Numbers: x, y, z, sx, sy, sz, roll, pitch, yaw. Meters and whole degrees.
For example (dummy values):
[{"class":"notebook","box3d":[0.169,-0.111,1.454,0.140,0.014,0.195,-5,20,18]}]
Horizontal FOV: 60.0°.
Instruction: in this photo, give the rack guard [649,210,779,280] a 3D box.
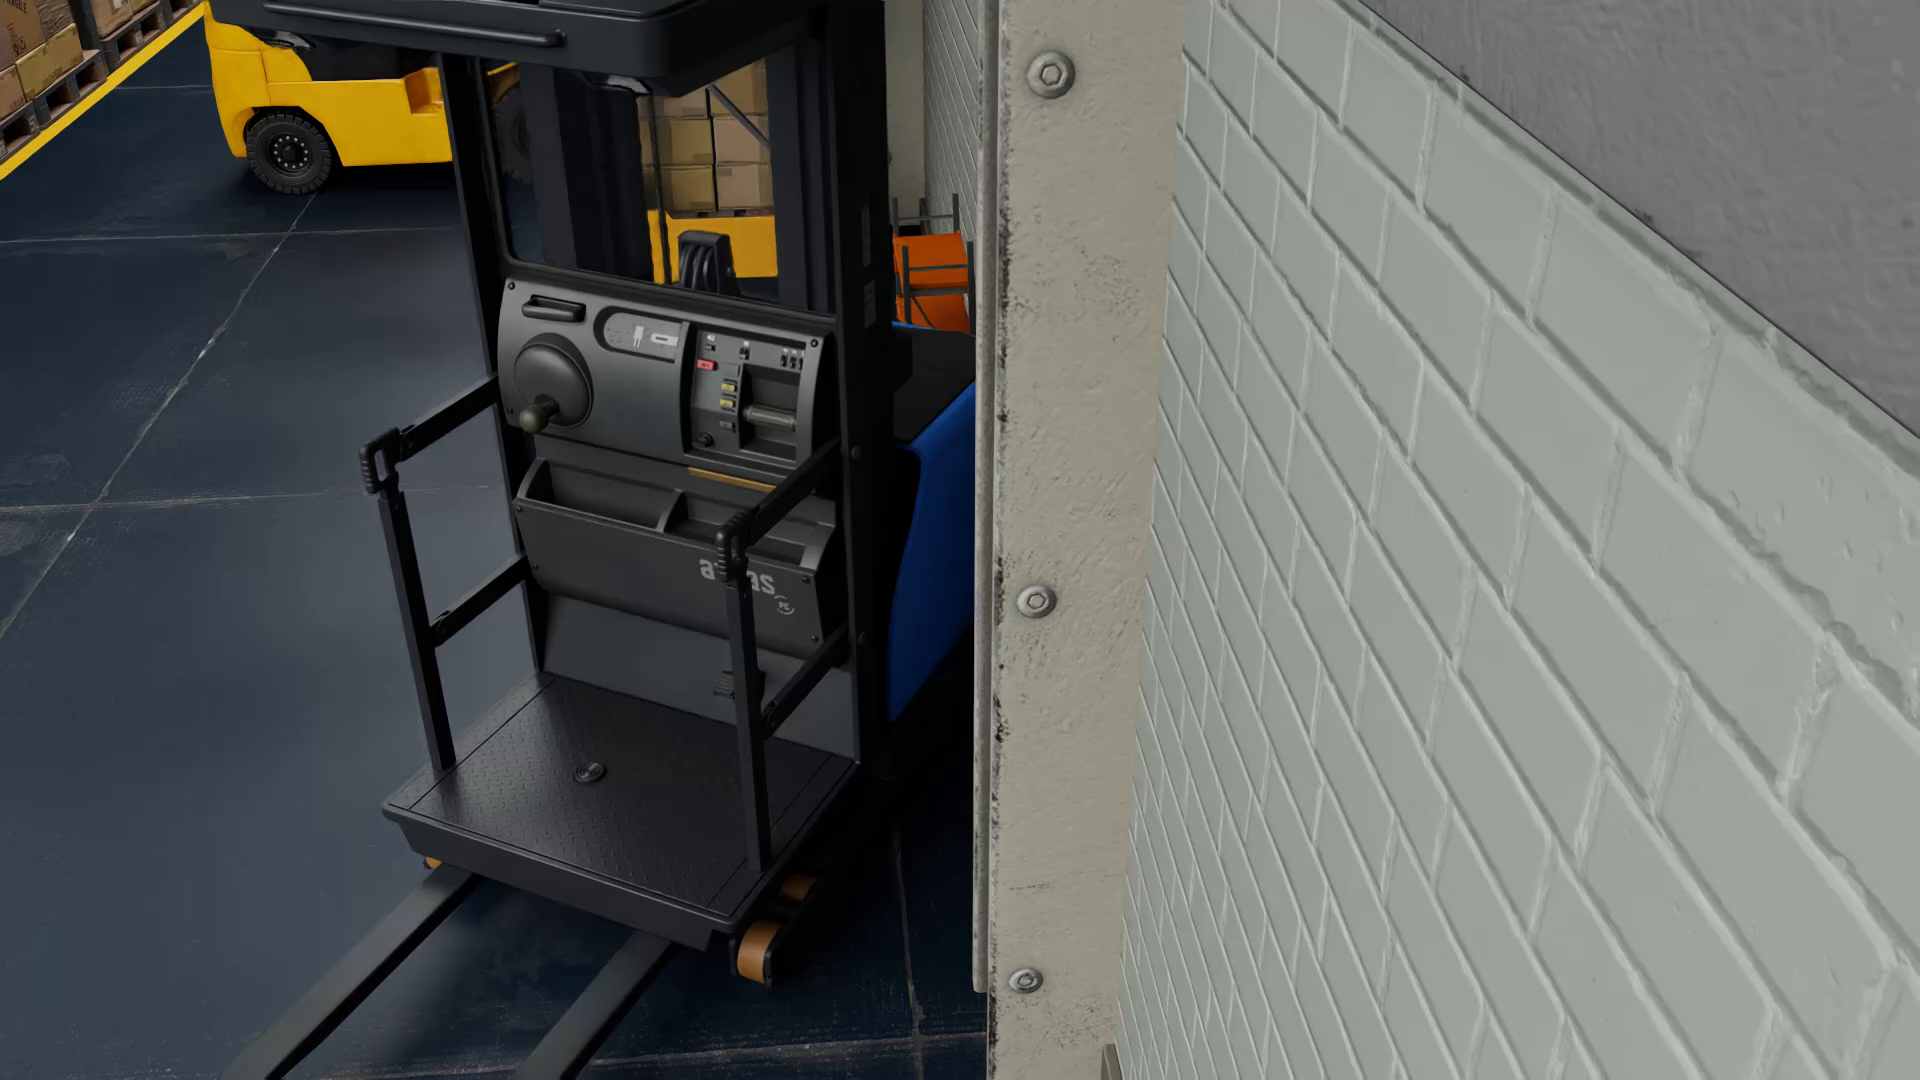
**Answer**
[{"class":"rack guard","box3d":[-1.186,-1.634,8.499,1.175,0.500,0.348,-3,31,-5]}]

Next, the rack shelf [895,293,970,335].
[{"class":"rack shelf","box3d":[-0.087,-0.733,5.995,0.258,0.148,0.480,-4,31,-4]}]

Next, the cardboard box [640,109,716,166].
[{"class":"cardboard box","box3d":[-1.545,-2.168,8.738,0.500,0.250,0.500,-3,31,-5]}]

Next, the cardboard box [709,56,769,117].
[{"class":"cardboard box","box3d":[-1.045,-2.403,8.645,0.500,0.250,0.500,-3,31,-5]}]

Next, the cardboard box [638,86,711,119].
[{"class":"cardboard box","box3d":[-1.542,-2.369,8.588,0.500,0.250,0.500,-2,31,-3]}]

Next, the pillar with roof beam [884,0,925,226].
[{"class":"pillar with roof beam","box3d":[-4.642,-5.488,6.662,9.100,9.000,0.400,-3,31,-5]}]

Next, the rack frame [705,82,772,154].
[{"class":"rack frame","box3d":[-1.188,-2.720,7.878,1.000,3.000,0.127,-3,31,-5]}]

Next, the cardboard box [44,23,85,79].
[{"class":"cardboard box","box3d":[-6.181,-3.233,11.010,0.500,0.250,0.500,-1,31,-2]}]

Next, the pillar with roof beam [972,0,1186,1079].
[{"class":"pillar with roof beam","box3d":[-4.082,-2.424,1.534,9.100,9.000,0.400,-3,31,-5]}]

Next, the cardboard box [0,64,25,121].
[{"class":"cardboard box","box3d":[-6.078,-2.702,10.120,0.500,0.250,0.500,-2,31,-4]}]

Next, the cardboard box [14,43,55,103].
[{"class":"cardboard box","box3d":[-6.121,-2.962,10.555,0.500,0.250,0.500,-4,31,-6]}]

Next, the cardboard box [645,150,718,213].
[{"class":"cardboard box","box3d":[-1.547,-1.944,8.852,0.500,0.250,0.500,-3,31,-4]}]

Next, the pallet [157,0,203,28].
[{"class":"pallet","box3d":[-6.695,-4.347,13.322,1.003,0.211,1.213,-3,31,-5]}]

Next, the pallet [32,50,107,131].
[{"class":"pallet","box3d":[-6.406,-2.984,11.040,1.003,0.211,1.213,-3,31,-5]}]

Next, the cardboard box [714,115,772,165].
[{"class":"cardboard box","box3d":[-1.026,-2.184,8.766,0.500,0.250,0.500,-2,31,-4]}]

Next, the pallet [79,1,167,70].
[{"class":"pallet","box3d":[-6.578,-3.723,12.276,1.003,0.211,1.213,-3,31,-5]}]

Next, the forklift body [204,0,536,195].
[{"class":"forklift body","box3d":[-3.182,-3.236,9.570,2.313,2.155,1.214,-3,31,-5]}]

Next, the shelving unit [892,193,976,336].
[{"class":"shelving unit","box3d":[-0.083,-0.599,6.076,0.258,1.200,0.503,-4,31,-4]}]

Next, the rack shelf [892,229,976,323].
[{"class":"rack shelf","box3d":[-0.094,-0.936,5.873,0.258,0.148,0.480,-4,31,-4]}]

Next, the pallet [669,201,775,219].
[{"class":"pallet","box3d":[-1.302,-1.911,9.244,1.003,0.211,1.213,-3,31,-5]}]

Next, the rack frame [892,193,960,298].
[{"class":"rack frame","box3d":[-0.108,-0.724,6.284,0.240,1.200,0.015,-4,31,-4]}]

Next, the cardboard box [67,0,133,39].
[{"class":"cardboard box","box3d":[-6.555,-3.842,11.910,0.950,0.372,0.625,-2,31,-4]}]

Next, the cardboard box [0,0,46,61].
[{"class":"cardboard box","box3d":[-6.132,-3.295,10.382,0.500,0.500,0.500,-2,31,-4]}]

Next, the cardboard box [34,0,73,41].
[{"class":"cardboard box","box3d":[-6.181,-3.555,10.817,0.500,0.500,0.500,-3,31,-5]}]

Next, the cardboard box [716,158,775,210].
[{"class":"cardboard box","box3d":[-1.040,-1.980,8.911,0.500,0.250,0.500,-3,31,-4]}]

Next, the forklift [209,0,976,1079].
[{"class":"forklift","box3d":[-0.845,-0.360,3.995,1.130,2.935,3.031,13,33,20]}]

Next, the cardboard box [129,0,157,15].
[{"class":"cardboard box","box3d":[-6.626,-4.209,12.524,0.950,0.372,0.625,-1,31,-1]}]

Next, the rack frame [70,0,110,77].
[{"class":"rack frame","box3d":[-6.504,-4.522,10.896,1.000,3.000,0.127,-3,31,-5]}]

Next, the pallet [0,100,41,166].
[{"class":"pallet","box3d":[-6.289,-2.360,9.995,1.003,0.211,1.213,-3,31,-5]}]

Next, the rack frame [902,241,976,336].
[{"class":"rack frame","box3d":[-0.058,-0.475,5.867,0.240,1.200,0.015,-4,31,-4]}]

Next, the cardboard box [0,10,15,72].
[{"class":"cardboard box","box3d":[-6.083,-3.035,9.946,0.500,0.500,0.500,-1,31,-2]}]
